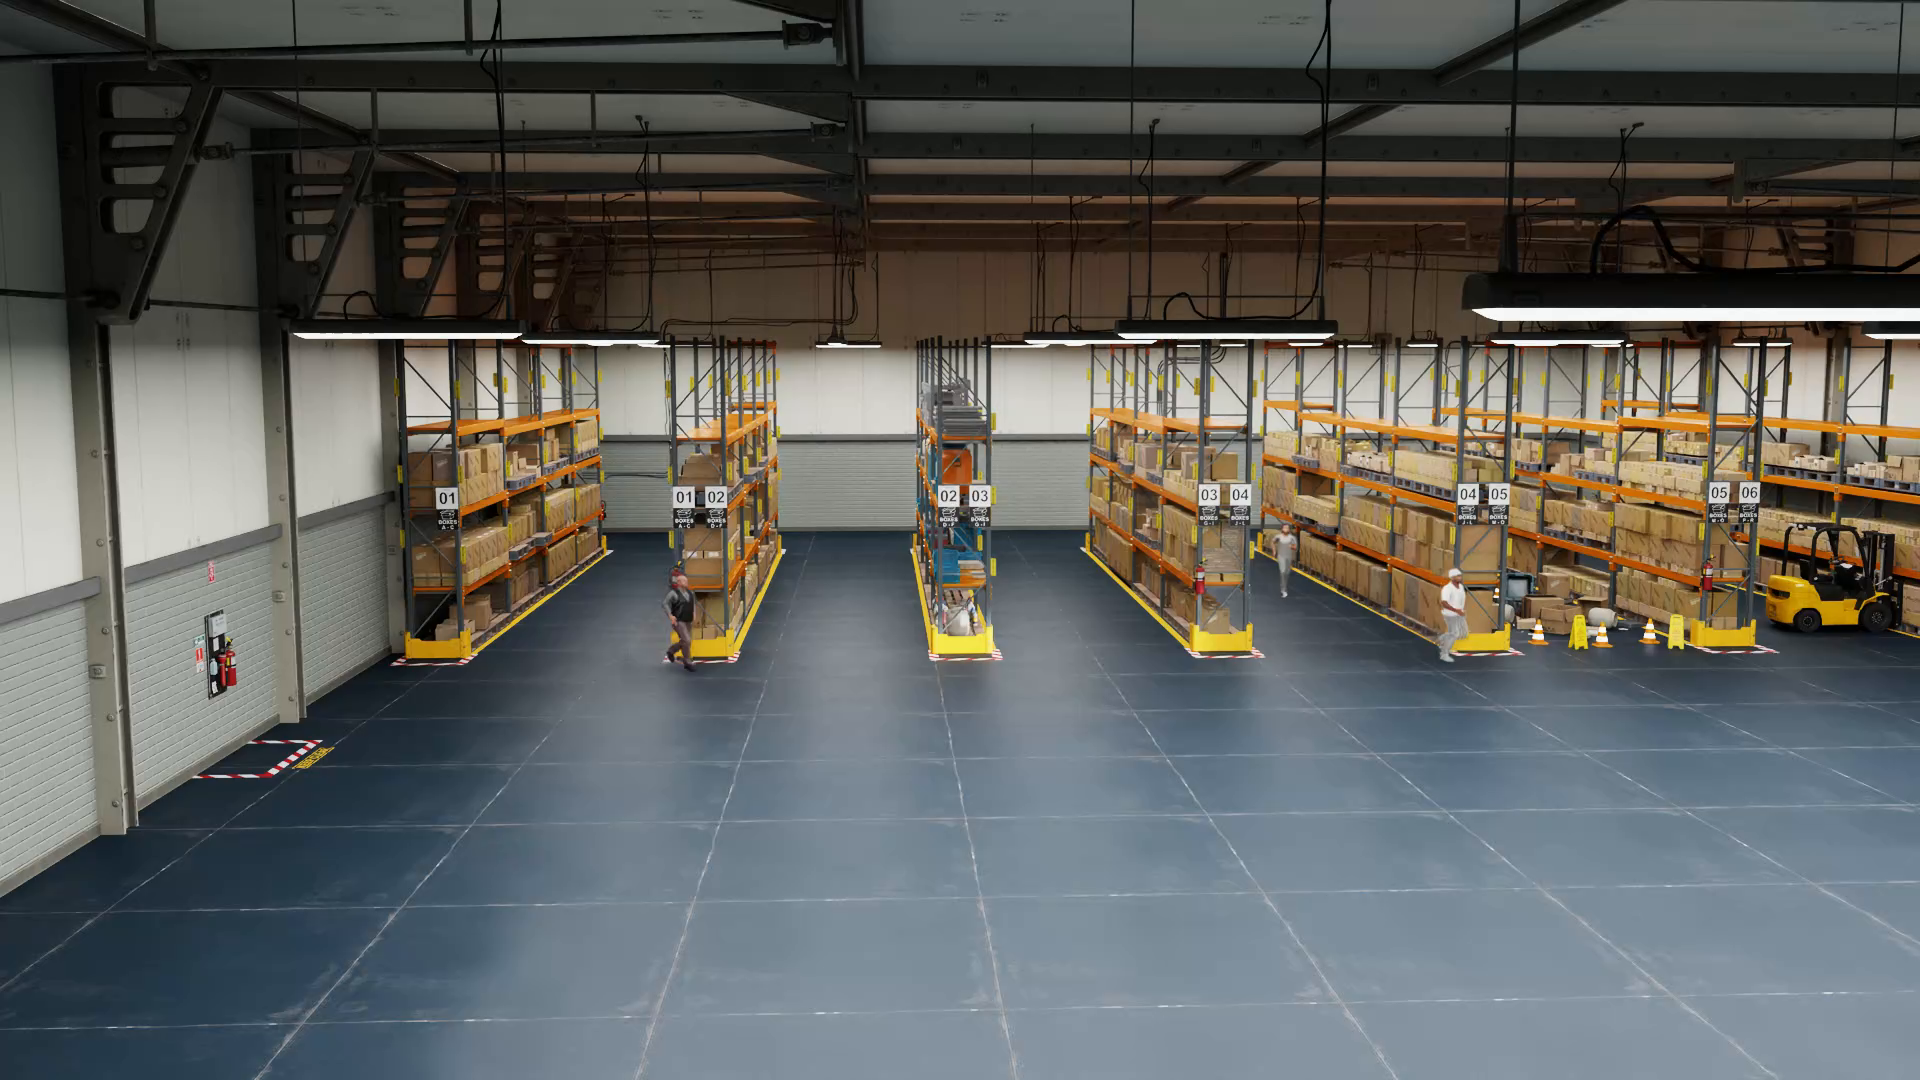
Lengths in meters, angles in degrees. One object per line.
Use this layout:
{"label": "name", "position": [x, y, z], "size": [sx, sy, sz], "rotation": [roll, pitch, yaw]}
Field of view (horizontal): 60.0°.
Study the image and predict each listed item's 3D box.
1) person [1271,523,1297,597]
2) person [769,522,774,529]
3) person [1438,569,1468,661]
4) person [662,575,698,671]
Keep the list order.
{"label": "person", "position": [7.610, 0.441, 38.972], "size": [0.554, 1.681, 0.908], "rotation": [-1, 7, -5]}
{"label": "person", "position": [-5.651, -0.630, 48.240], "size": [0.856, 1.764, 0.709], "rotation": [1, 7, 6]}
{"label": "person", "position": [9.159, 1.383, 30.795], "size": [0.739, 1.725, 0.646], "rotation": [-6, 9, -43]}
{"label": "person", "position": [-5.031, 1.484, 30.042], "size": [0.854, 1.705, 0.670], "rotation": [5, 8, 38]}
